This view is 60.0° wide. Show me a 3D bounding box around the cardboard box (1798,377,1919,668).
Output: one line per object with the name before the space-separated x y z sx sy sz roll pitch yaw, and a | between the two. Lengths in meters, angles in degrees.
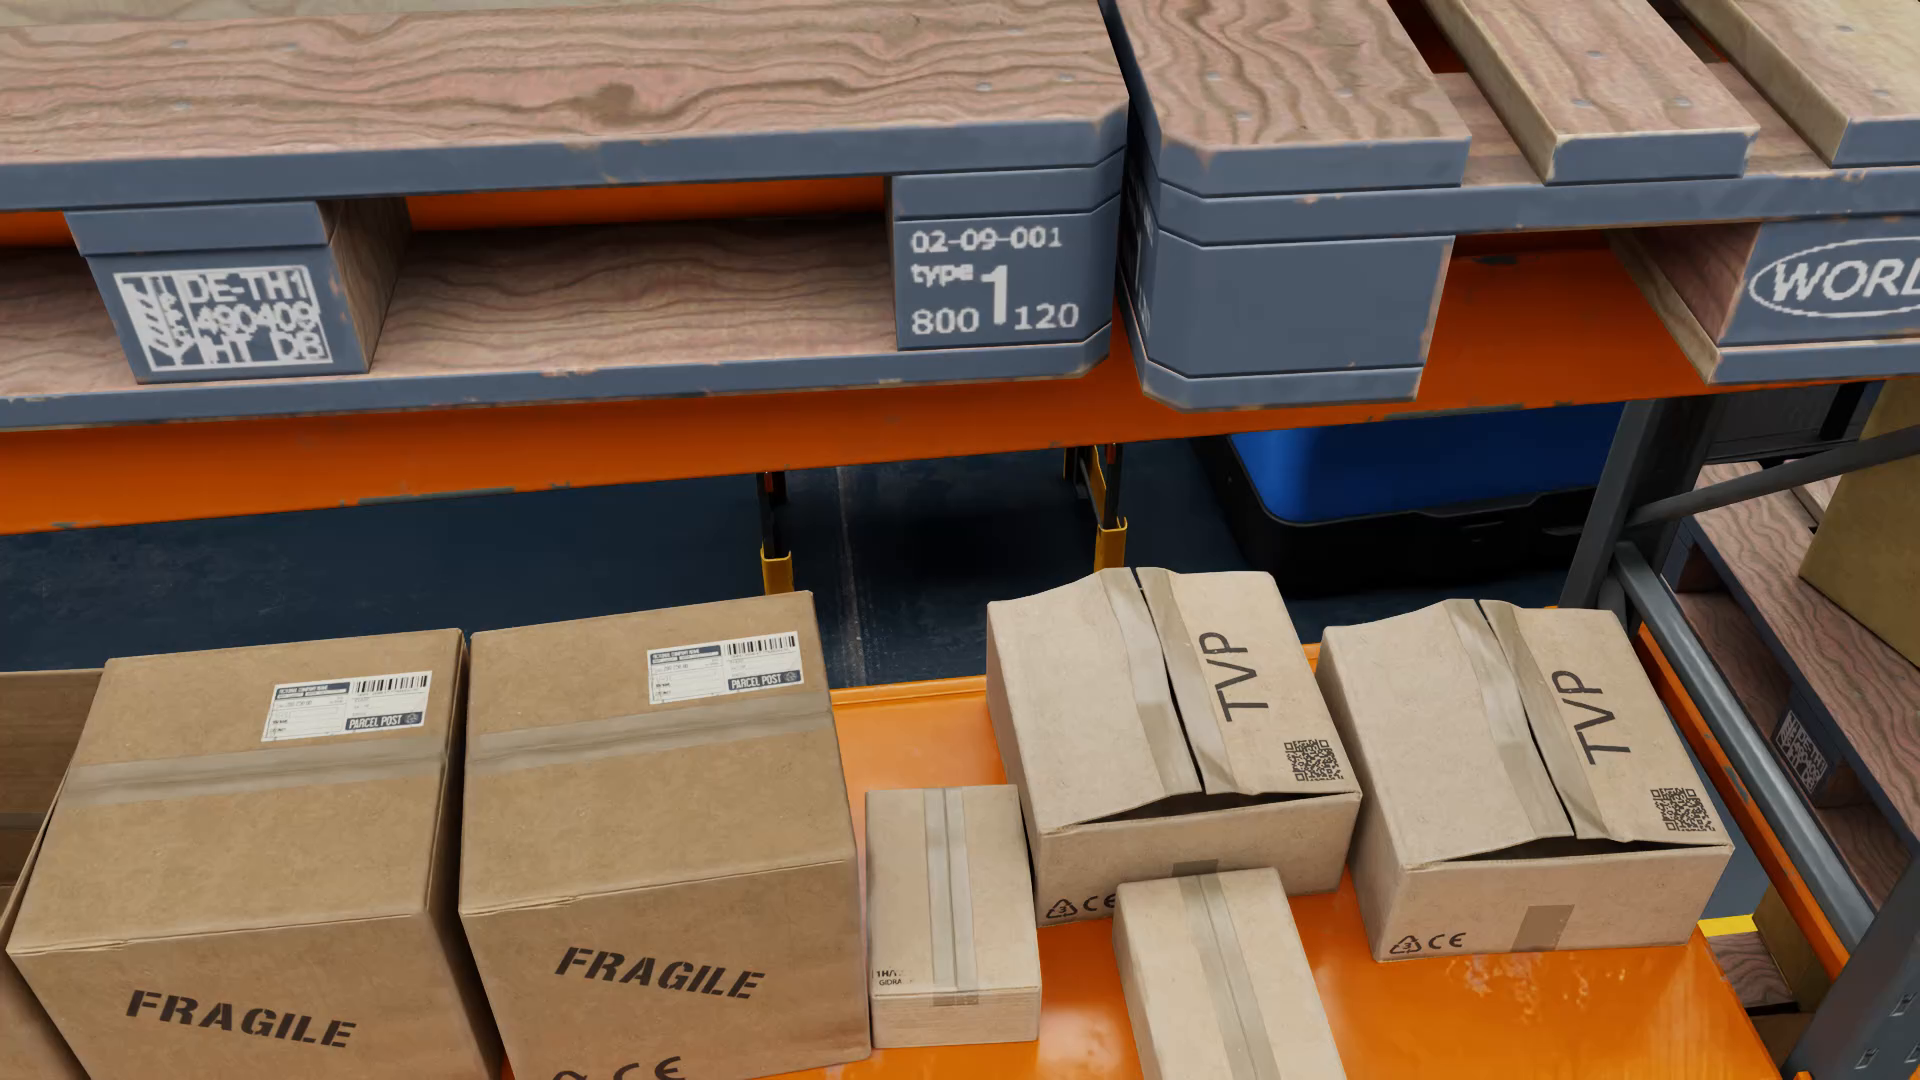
cardboard box | 1.850 0.008 2.613 0.500 0.500 0.700 -19 45 -20

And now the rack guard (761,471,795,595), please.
rack guard | -0.569 -0.043 5.111 0.087 0.250 0.587 -5 42 -6

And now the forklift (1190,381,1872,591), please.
forklift | 2.293 -1.424 4.641 3.031 2.935 1.130 -7 43 -8

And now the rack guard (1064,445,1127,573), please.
rack guard | 0.418 -0.129 5.207 0.087 0.250 0.587 -5 42 -6

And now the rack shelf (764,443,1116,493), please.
rack shelf | -0.085 -0.416 4.860 1.000 0.185 0.538 -5 42 -6

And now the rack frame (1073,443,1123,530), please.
rack frame | 0.419 -0.594 4.788 0.032 1.500 0.500 -5 42 -6

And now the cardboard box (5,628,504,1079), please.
cardboard box | -0.943 0.496 2.386 0.500 0.500 0.500 -5 42 -5

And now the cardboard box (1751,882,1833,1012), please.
cardboard box | 2.137 0.858 3.597 0.500 0.500 0.500 -3 42 -4

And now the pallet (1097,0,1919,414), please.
pallet | 0.579 -0.595 1.571 1.003 0.211 1.213 -3 42 -4

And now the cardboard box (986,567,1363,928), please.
cardboard box | 0.328 0.313 2.730 0.500 0.311 0.500 -5 42 -6

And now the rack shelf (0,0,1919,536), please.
rack shelf | -0.743 -0.342 1.688 4.000 0.370 1.077 -5 42 -6

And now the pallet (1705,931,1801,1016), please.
pallet | 1.986 1.326 3.622 1.213 0.211 1.003 -5 42 -6

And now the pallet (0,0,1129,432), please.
pallet | -0.530 -0.496 1.461 1.213 0.211 1.003 -3 42 -4

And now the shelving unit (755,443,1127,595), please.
shelving unit | -0.076 -0.550 4.740 1.083 1.500 0.587 -5 42 -6

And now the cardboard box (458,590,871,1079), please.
cardboard box | -0.421 0.450 2.437 0.500 0.500 0.500 -7 43 -8

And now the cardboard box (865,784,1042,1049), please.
cardboard box | -0.017 0.572 2.564 0.250 0.149 0.380 -2 42 -2

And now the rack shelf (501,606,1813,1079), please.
rack shelf | -0.743 0.771 2.692 4.000 0.370 1.077 -5 42 -6

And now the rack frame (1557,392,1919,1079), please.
rack frame | 1.240 0.331 2.644 0.127 3.000 1.000 -5 42 -6

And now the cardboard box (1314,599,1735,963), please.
cardboard box | 0.874 0.366 2.671 0.500 0.311 0.500 -3 42 -3

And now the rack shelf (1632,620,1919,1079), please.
rack shelf | 3.223 0.424 3.077 4.000 0.370 1.077 -5 42 -6

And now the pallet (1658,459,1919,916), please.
pallet | 1.903 0.296 2.825 1.003 0.211 1.213 -5 42 -6

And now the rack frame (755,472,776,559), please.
rack frame | -0.589 -0.505 4.691 0.032 1.500 0.500 -5 42 -6

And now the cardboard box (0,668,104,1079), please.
cardboard box | -1.440 0.539 2.338 0.500 0.500 0.500 -2 42 -2

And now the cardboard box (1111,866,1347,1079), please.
cardboard box | 0.384 0.686 2.438 0.250 0.149 0.380 -5 42 -6

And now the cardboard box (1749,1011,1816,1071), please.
cardboard box | 1.729 1.246 3.167 0.500 0.500 0.500 -3 42 -4
